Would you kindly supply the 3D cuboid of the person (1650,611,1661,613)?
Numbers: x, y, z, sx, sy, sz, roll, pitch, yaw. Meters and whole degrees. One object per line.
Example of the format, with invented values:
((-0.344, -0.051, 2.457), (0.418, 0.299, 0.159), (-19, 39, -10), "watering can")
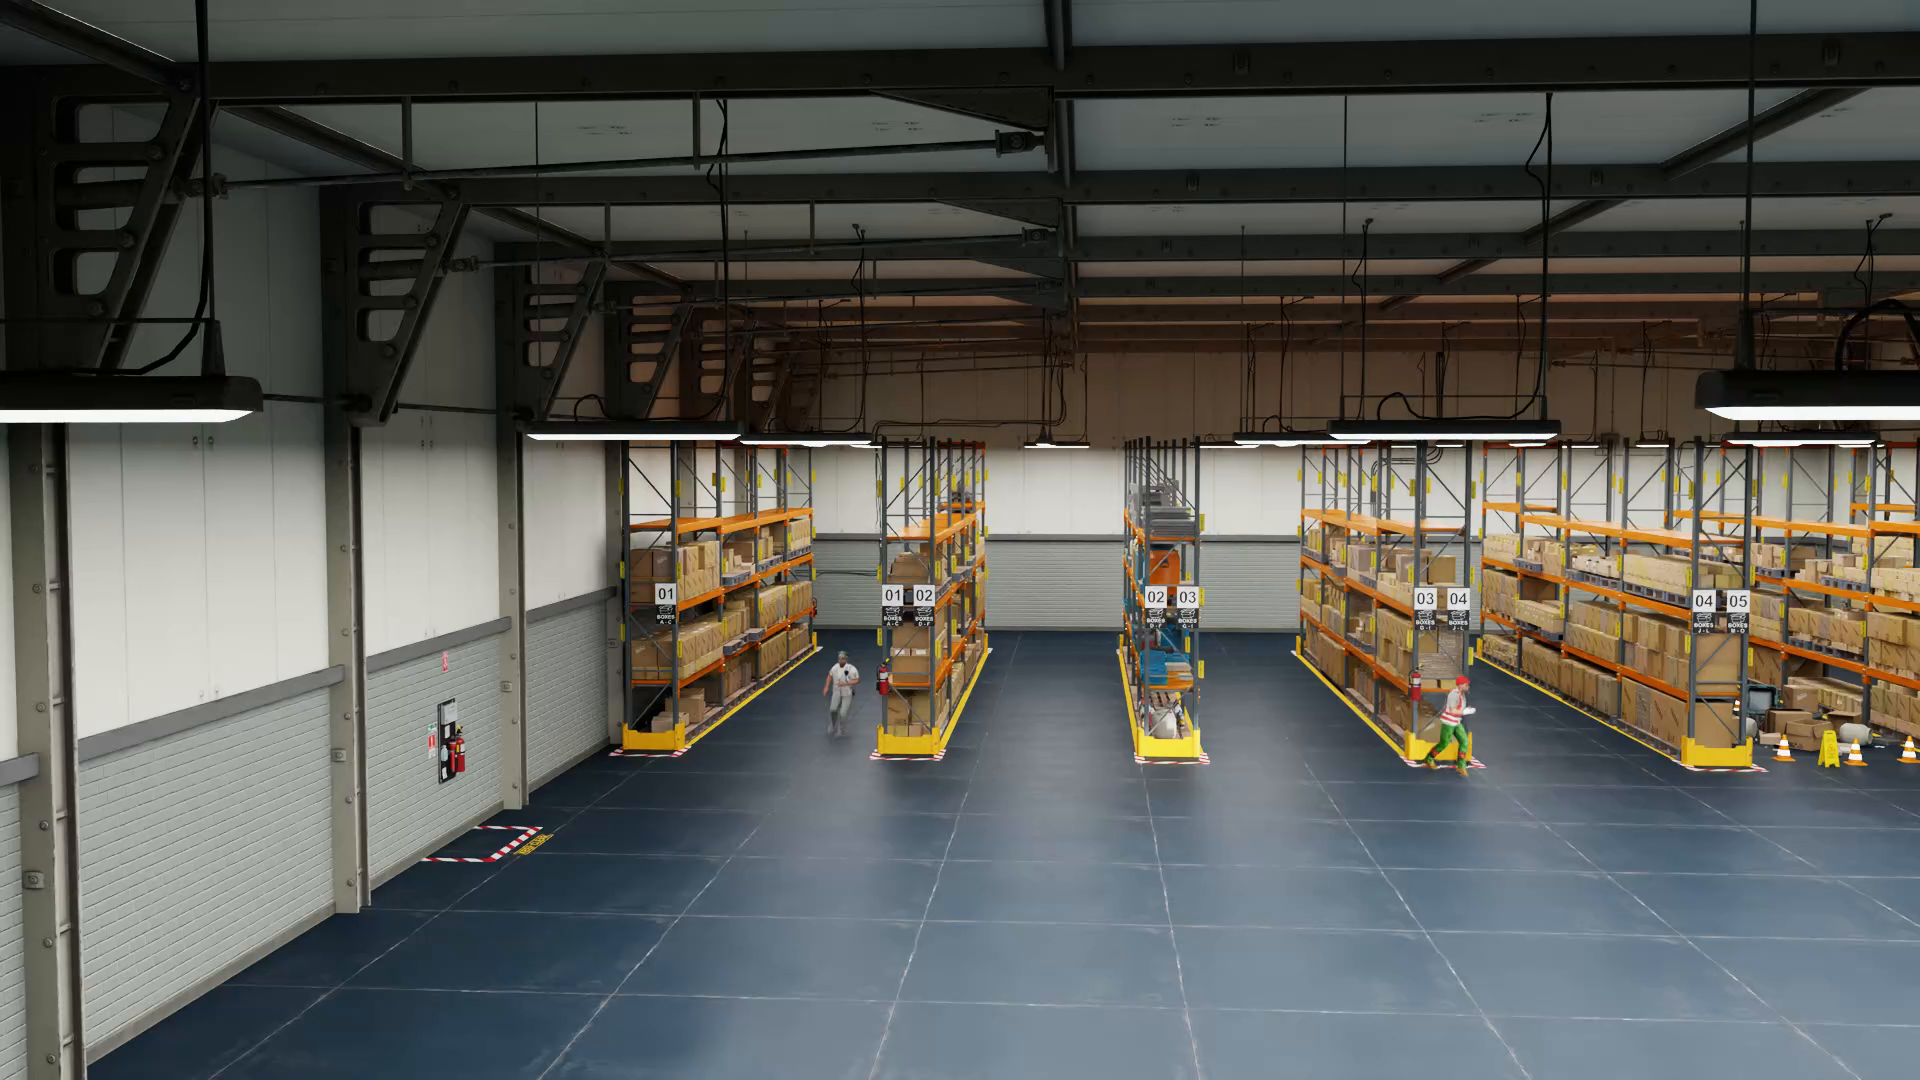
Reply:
((20.102, 2.315, 47.447), (0.918, 1.764, 0.712), (0, 3, -7), "person")

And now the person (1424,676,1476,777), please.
((8.672, 3.297, 29.415), (0.954, 1.825, 0.685), (2, 4, 38), "person")

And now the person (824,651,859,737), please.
((-2.383, 3.084, 33.336), (0.760, 1.743, 0.603), (0, 3, 6), "person")
